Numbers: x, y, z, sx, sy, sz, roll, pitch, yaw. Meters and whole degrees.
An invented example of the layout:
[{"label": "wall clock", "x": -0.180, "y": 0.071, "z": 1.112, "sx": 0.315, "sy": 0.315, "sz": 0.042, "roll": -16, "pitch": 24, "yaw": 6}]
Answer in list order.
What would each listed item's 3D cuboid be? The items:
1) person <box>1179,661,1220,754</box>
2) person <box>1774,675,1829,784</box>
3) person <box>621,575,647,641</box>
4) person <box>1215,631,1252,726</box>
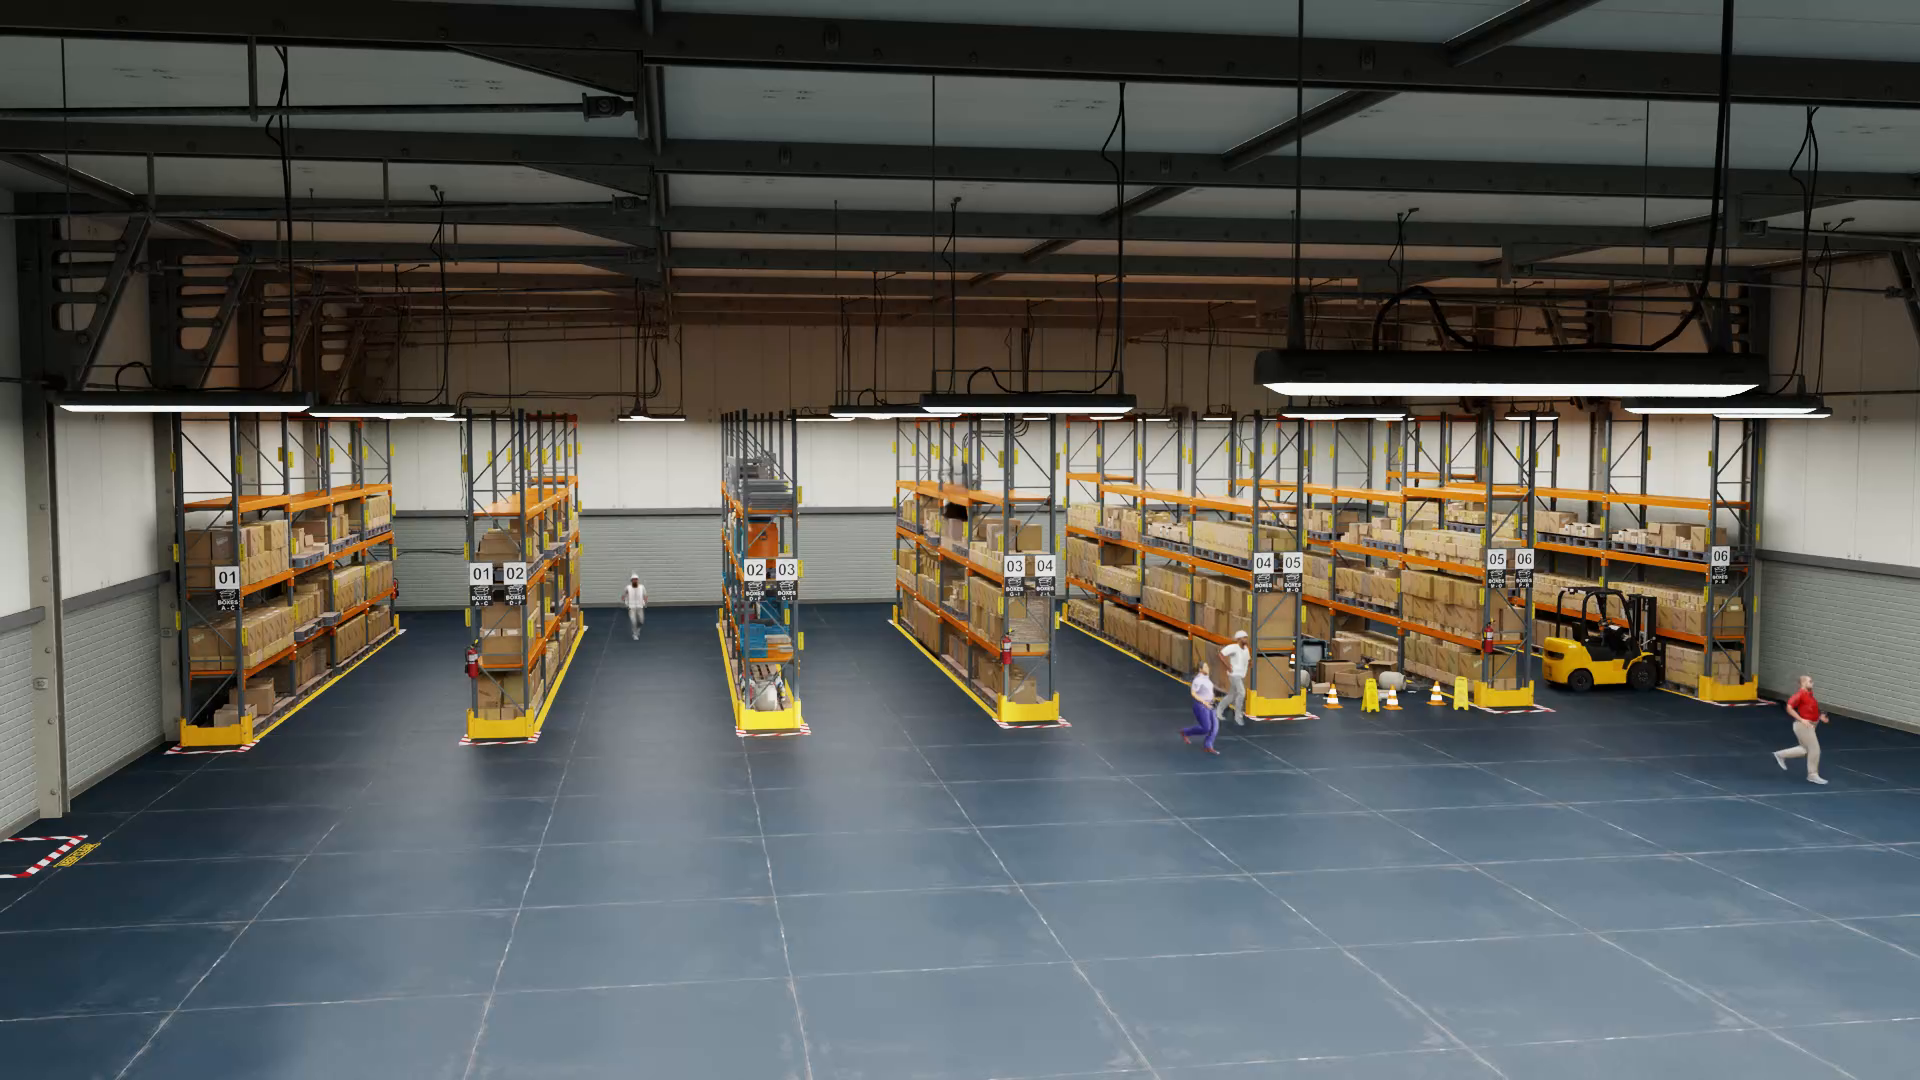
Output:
[{"label": "person", "x": 4.228, "y": 2.919, "z": 28.998, "sx": 0.637, "sy": 1.608, "sz": 0.616, "roll": 2, "pitch": 5, "yaw": 28}, {"label": "person", "x": 13.510, "y": 3.025, "z": 26.689, "sx": 0.843, "sy": 1.721, "sz": 0.663, "roll": 3, "pitch": 5, "yaw": 38}, {"label": "person", "x": -8.615, "y": 1.785, "z": 44.046, "sx": 0.684, "sy": 1.734, "sz": 0.650, "roll": -2, "pitch": 4, "yaw": -21}, {"label": "person", "x": 5.294, "y": 2.636, "z": 31.937, "sx": 0.765, "sy": 1.815, "sz": 0.697, "roll": 3, "pitch": 5, "yaw": 38}]
